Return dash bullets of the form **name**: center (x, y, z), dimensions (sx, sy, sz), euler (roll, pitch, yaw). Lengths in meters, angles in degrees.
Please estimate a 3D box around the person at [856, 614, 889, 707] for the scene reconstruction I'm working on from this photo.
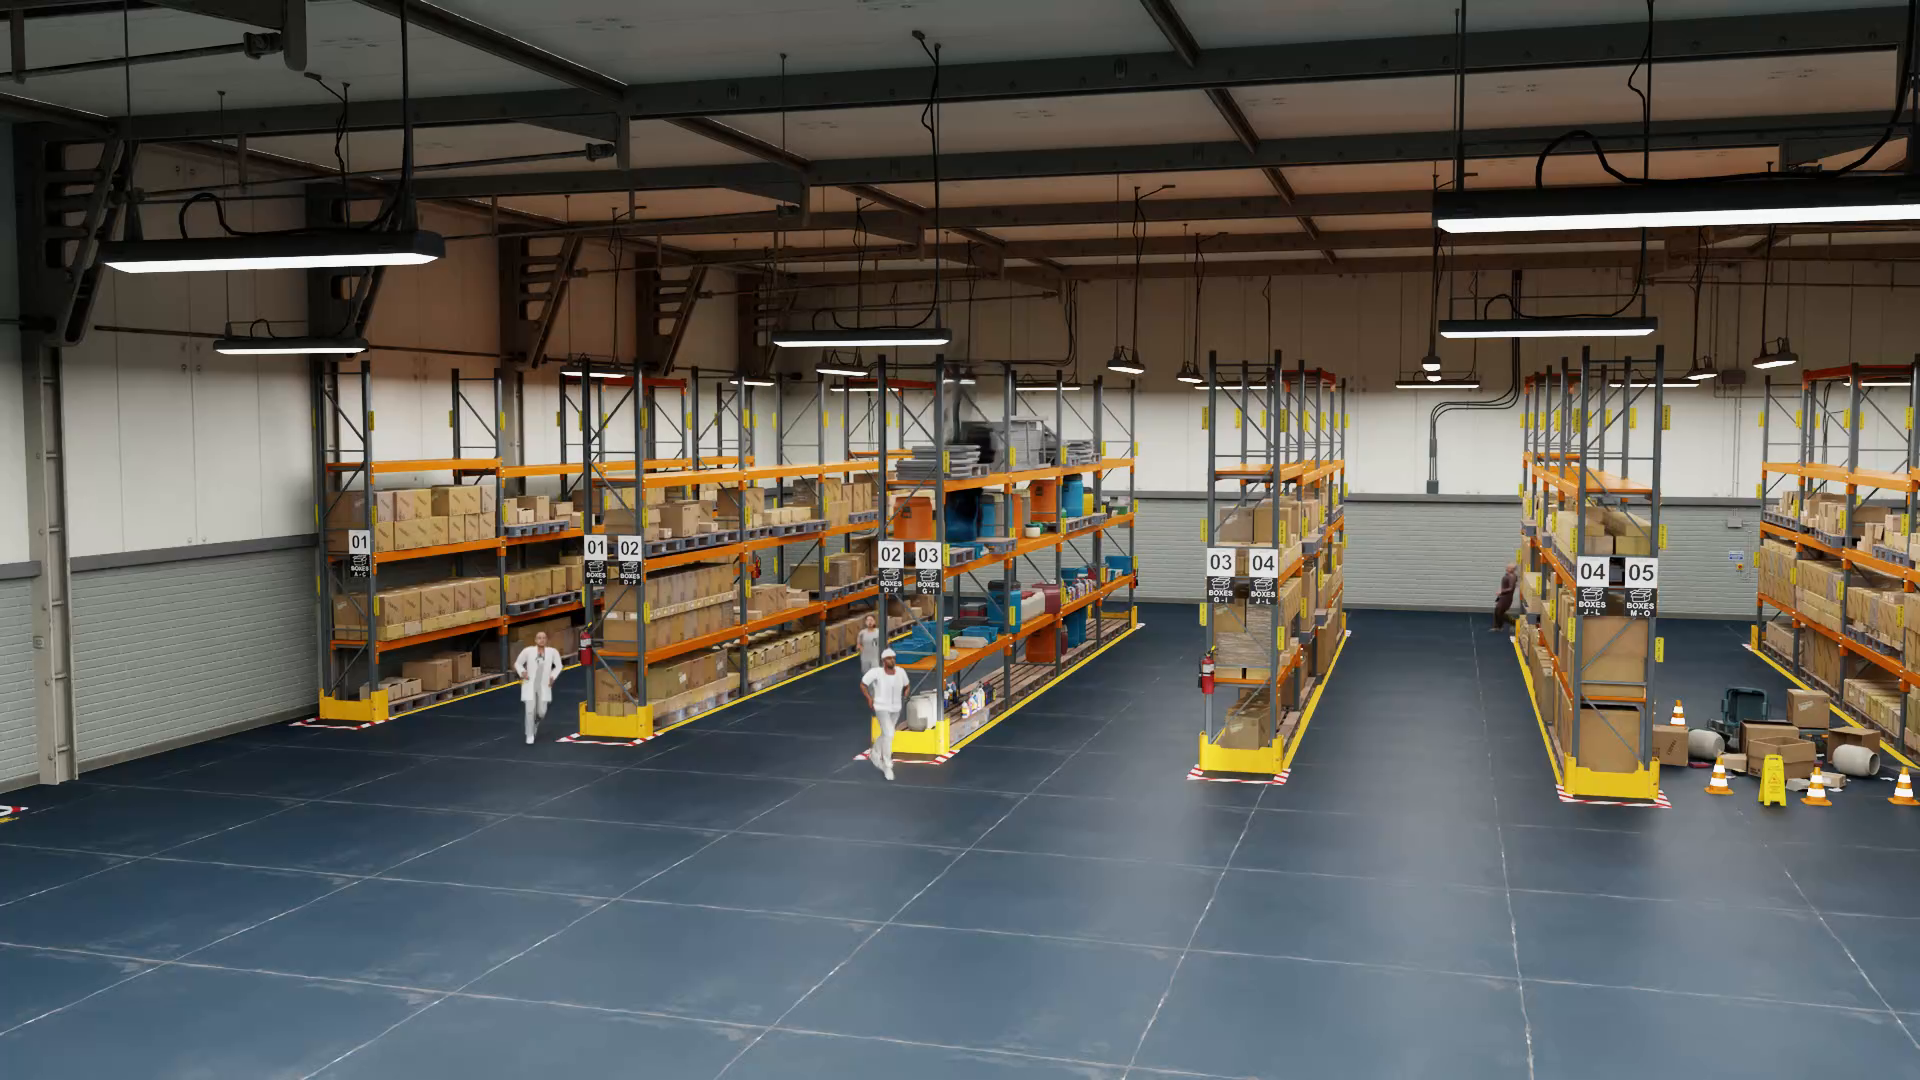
- **person**: center (-1.544, 2.109, 28.918), dimensions (0.552, 1.622, 0.585), euler (1, 4, 7)

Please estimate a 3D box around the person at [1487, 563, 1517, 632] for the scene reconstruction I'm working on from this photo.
- **person**: center (12.774, 1.375, 39.078), dimensions (0.739, 1.711, 0.783), euler (2, 4, 21)

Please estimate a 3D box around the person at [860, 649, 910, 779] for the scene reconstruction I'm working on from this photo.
- **person**: center (-1.035, 2.439, 23.622), dimensions (0.706, 1.831, 0.785), euler (-3, 5, -34)

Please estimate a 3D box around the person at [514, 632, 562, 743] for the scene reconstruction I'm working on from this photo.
- **person**: center (-6.591, 2.292, 26.027), dimensions (0.737, 1.723, 0.686), euler (-1, 4, -17)
